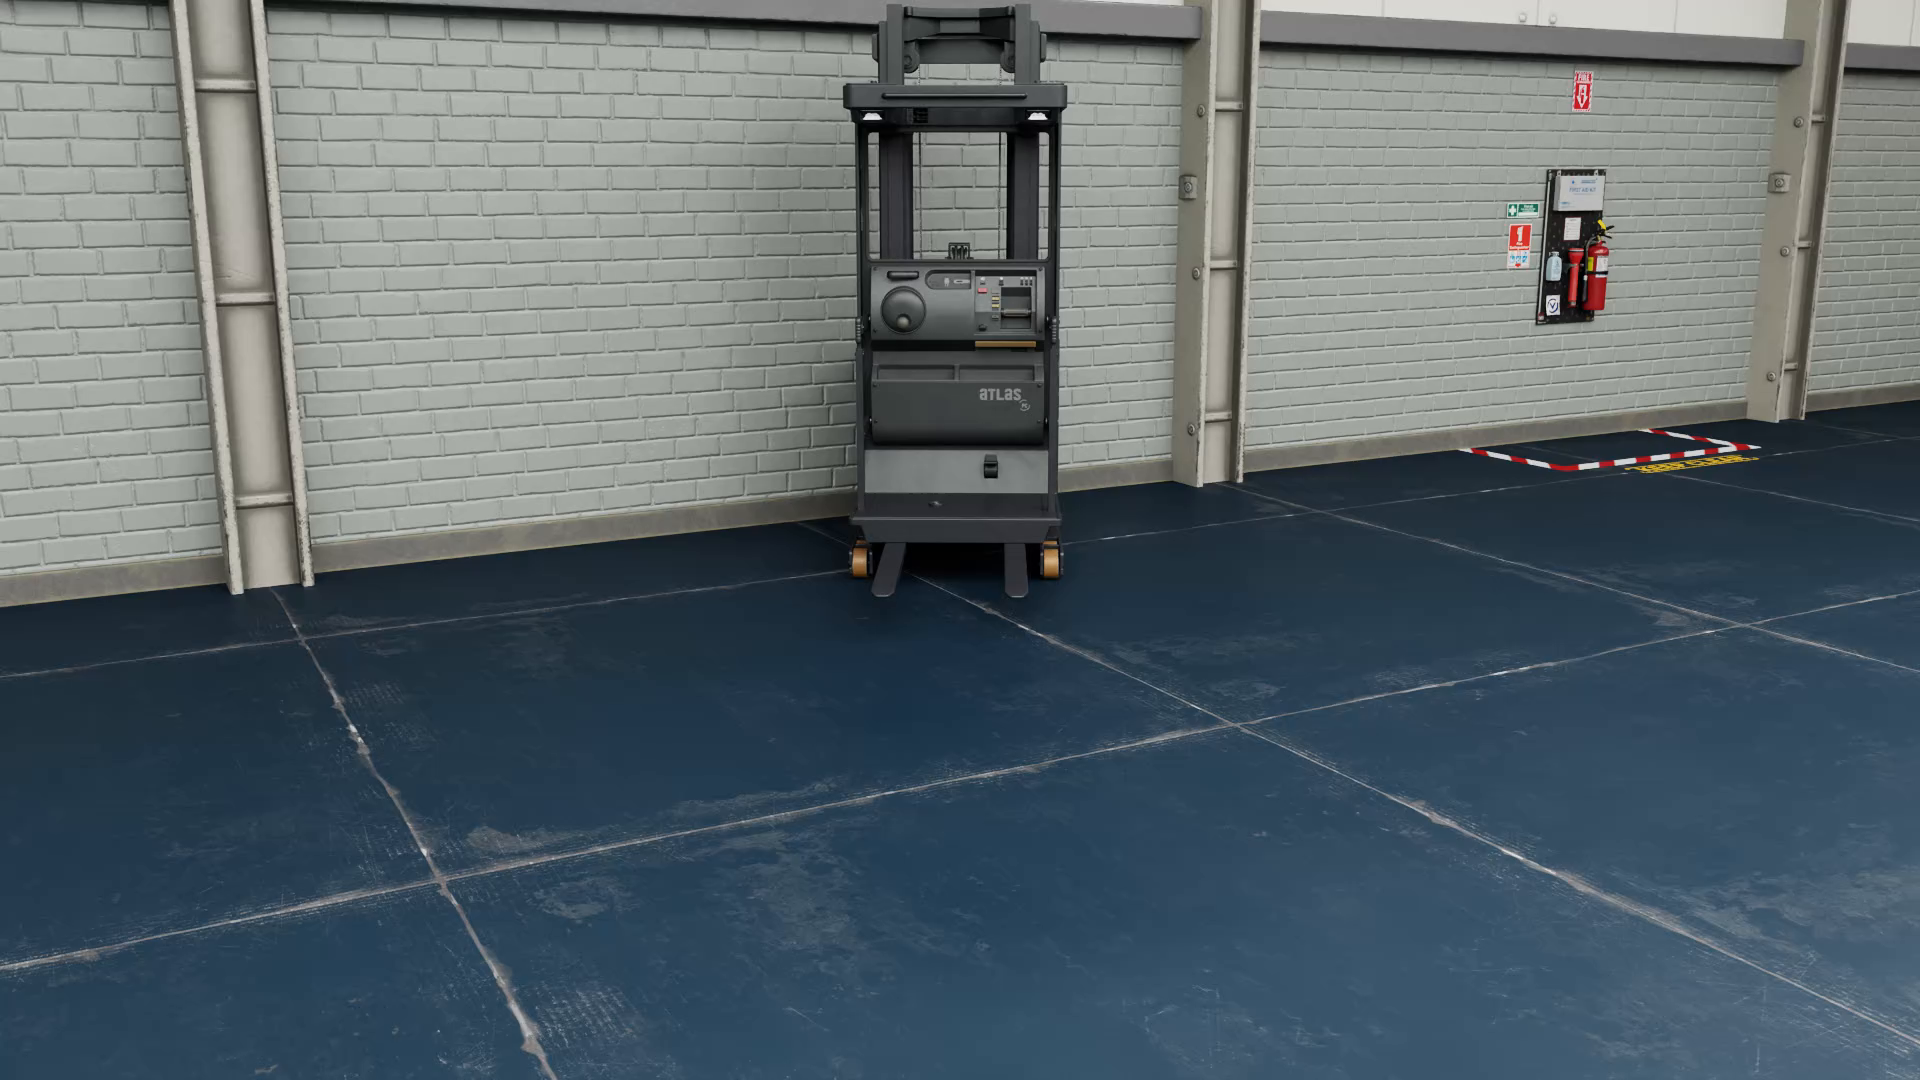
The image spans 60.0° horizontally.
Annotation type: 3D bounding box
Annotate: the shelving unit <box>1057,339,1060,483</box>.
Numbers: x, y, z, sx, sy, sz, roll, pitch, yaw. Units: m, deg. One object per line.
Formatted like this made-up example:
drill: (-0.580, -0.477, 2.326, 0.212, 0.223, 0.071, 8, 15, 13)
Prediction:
shelving unit: (0.489, -0.729, 10.456, 0.252, 1.050, 0.215, 2, 13, 7)

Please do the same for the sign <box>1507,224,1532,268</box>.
sign: (4.237, -2.228, 12.595, 0.234, 0.329, 0.001, -7, 14, -28)

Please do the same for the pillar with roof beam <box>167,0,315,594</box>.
pillar with roof beam: (-1.511, -3.336, 3.937, 0.400, 9.000, 9.100, -7, 14, -28)

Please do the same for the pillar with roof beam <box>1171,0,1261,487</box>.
pillar with roof beam: (3.756, -3.967, 6.742, 0.400, 9.000, 9.100, -7, 14, -28)

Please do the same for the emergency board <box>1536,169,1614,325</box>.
emergency board: (4.772, -2.249, 12.769, 0.643, 1.169, 0.194, -7, 14, -28)

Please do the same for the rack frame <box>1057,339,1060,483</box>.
rack frame: (0.610, -0.725, 10.441, 0.008, 1.050, 0.200, 2, 13, 7)

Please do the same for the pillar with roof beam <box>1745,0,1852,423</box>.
pillar with roof beam: (9.022, -4.598, 9.547, 0.400, 9.000, 9.100, -7, 14, -28)

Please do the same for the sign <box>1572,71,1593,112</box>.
sign: (4.717, -3.398, 12.596, 0.199, 0.298, 0.001, -7, 14, -28)

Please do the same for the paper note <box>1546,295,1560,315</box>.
paper note: (4.583, -1.814, 12.842, 0.142, 0.148, 0.016, -7, 14, -28)

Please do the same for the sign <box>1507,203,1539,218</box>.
sign: (4.245, -2.485, 12.531, 0.331, 0.109, 0.001, -7, 14, -28)

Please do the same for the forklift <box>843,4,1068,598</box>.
forklift: (-0.015, -1.292, 8.673, 1.130, 2.935, 3.031, 0, 13, 1)
